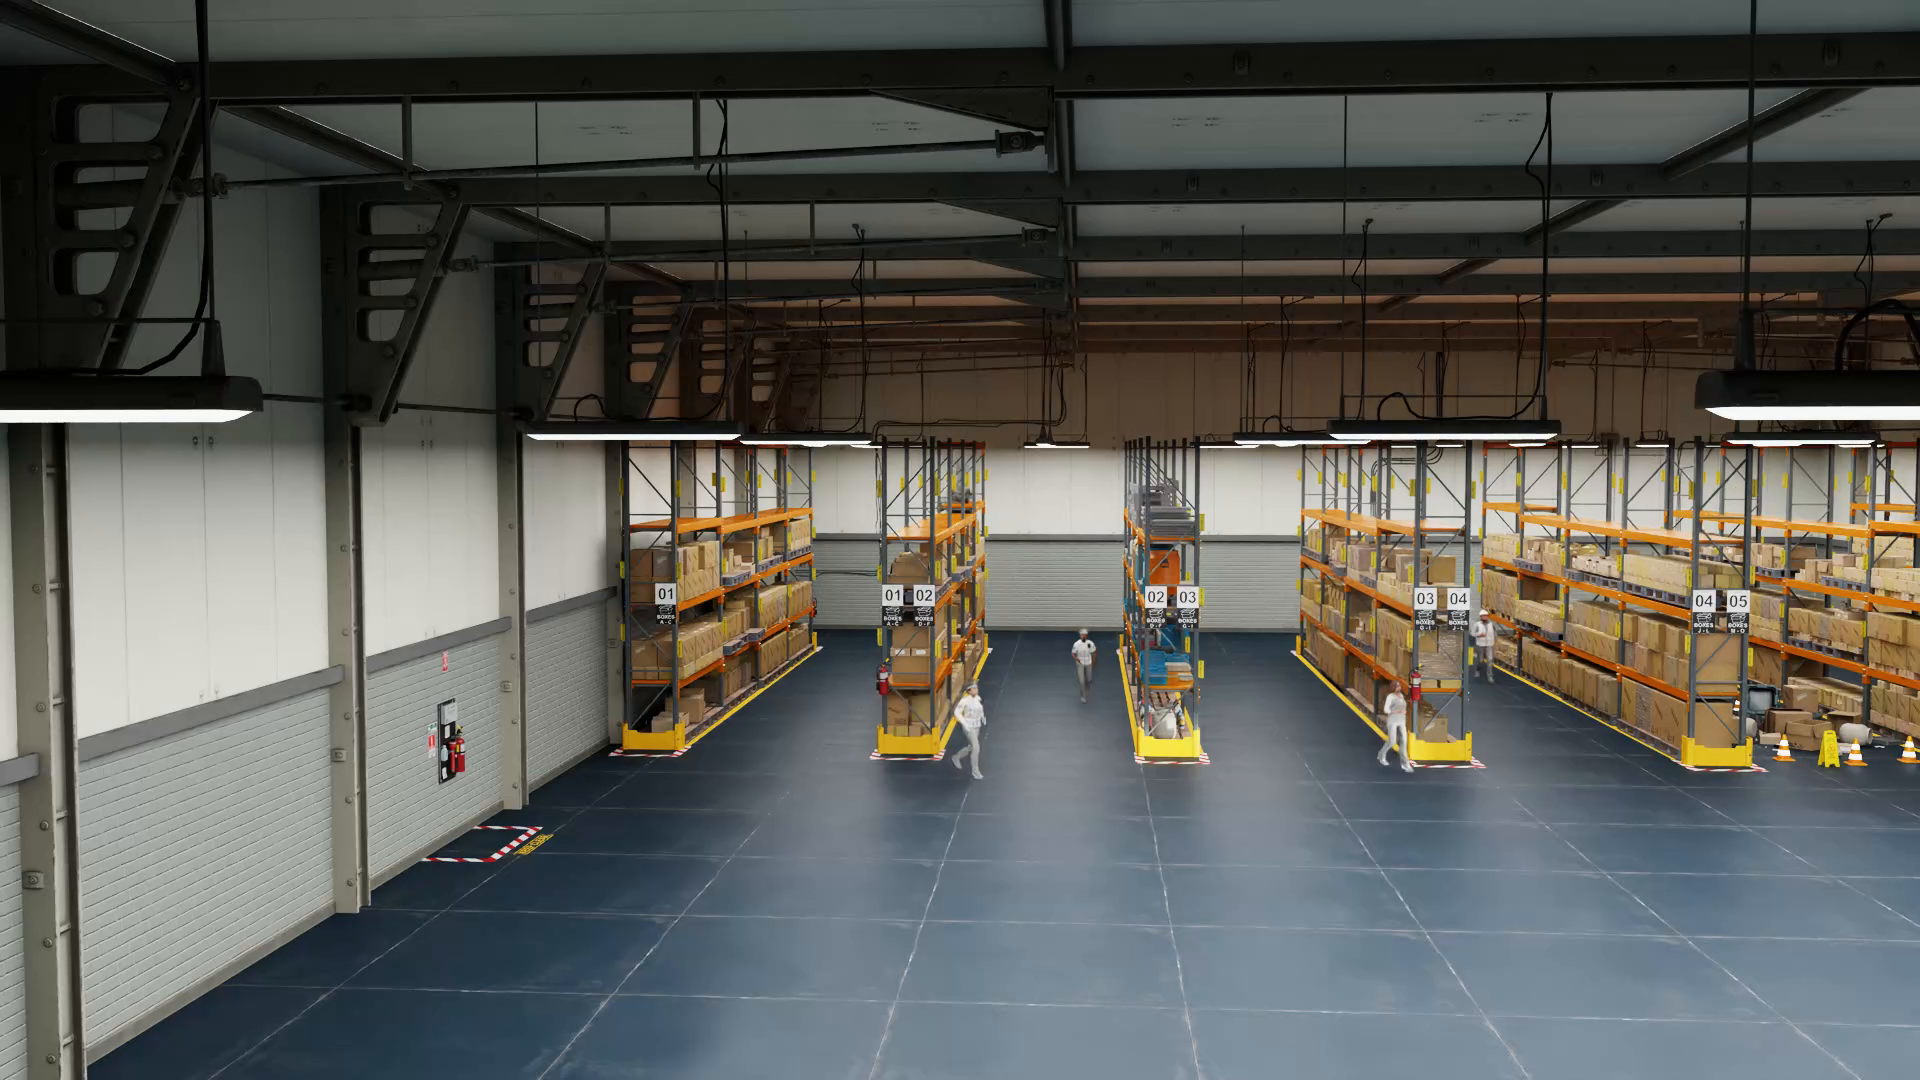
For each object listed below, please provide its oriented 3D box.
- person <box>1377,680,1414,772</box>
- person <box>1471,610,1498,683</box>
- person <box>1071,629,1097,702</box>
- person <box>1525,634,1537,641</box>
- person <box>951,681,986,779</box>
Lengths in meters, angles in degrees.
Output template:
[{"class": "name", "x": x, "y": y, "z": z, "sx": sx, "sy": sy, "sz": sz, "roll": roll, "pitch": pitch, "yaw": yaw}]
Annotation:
[{"class": "person", "x": 7.813, "y": 3.314, "z": 29.830, "sx": 0.545, "sy": 1.609, "sz": 0.773, "roll": -2, "pitch": 4, "yaw": -32}, {"class": "person", "x": 13.020, "y": 2.613, "z": 41.235, "sx": 0.664, "sy": 1.750, "sz": 1.019, "roll": 0, "pitch": 3, "yaw": 5}, {"class": "person", "x": 2.851, "y": 2.863, "z": 38.176, "sx": 0.607, "sy": 1.670, "sz": 0.585, "roll": 0, "pitch": 3, "yaw": -2}, {"class": "person", "x": 16.138, "y": 2.349, "z": 47.312, "sx": 0.747, "sy": 1.652, "sz": 1.114, "roll": -1, "pitch": 3, "yaw": -22}, {"class": "person", "x": 0.152, "y": 3.319, "z": 29.295, "sx": 0.791, "sy": 1.719, "sz": 0.605, "roll": 3, "pitch": 4, "yaw": 41}]
